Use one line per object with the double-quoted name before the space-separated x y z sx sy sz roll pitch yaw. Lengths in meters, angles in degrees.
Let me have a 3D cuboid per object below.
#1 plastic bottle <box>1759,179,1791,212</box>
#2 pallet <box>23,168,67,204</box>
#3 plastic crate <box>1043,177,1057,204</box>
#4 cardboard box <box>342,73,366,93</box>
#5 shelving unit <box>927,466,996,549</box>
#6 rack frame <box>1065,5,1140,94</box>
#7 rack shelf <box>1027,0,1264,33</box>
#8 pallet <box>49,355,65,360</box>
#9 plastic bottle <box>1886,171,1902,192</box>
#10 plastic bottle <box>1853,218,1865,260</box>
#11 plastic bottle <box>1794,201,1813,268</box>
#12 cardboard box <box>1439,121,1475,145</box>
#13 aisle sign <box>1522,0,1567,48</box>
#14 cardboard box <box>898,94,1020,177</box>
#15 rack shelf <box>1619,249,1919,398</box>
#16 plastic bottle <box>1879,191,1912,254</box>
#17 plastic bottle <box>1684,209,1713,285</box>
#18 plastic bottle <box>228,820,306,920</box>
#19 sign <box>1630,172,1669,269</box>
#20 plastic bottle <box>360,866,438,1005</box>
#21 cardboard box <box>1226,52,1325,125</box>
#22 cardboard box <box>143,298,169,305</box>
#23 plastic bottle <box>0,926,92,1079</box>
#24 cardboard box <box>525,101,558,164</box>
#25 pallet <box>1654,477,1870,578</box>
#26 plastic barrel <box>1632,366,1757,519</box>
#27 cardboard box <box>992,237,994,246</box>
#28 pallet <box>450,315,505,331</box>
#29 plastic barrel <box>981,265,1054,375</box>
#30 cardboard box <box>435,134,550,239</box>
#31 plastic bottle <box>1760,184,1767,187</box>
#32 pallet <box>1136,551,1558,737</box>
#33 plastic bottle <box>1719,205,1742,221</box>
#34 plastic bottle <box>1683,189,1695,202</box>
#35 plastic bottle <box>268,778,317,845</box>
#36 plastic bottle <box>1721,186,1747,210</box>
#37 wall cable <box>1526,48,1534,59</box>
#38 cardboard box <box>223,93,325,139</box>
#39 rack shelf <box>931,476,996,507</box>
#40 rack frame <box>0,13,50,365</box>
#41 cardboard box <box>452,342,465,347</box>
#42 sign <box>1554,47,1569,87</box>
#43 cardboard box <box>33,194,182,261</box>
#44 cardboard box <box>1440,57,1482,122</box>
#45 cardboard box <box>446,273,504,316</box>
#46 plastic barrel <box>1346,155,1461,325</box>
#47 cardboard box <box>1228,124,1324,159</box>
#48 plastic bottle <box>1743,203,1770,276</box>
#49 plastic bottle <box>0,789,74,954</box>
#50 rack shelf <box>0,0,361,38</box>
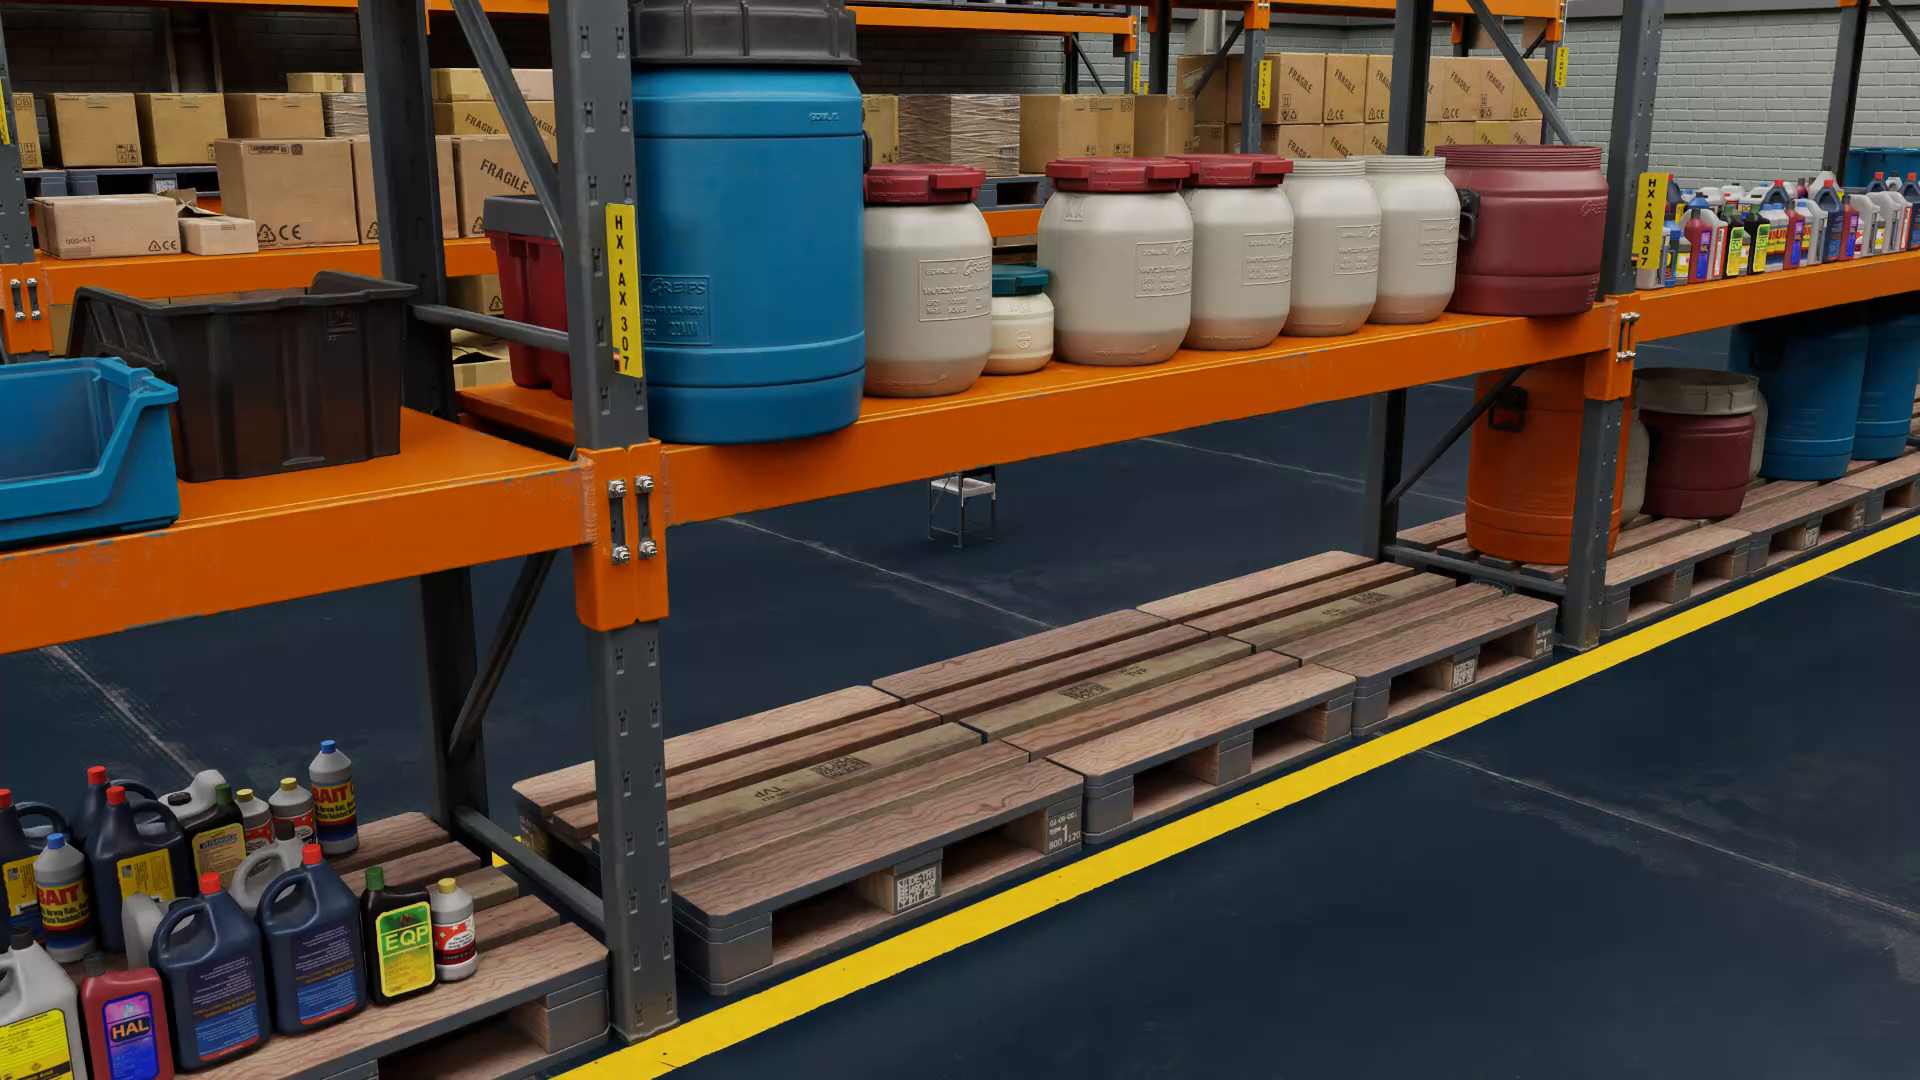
"plastic bottle" 3.526 -1.386 7.222 0.185 0.351 0.144 -13 19 -39
"pallet" -6.829 -2.391 11.261 1.213 0.211 1.003 -13 19 -39
"plastic crate" 0.600 -0.948 5.364 0.583 0.464 0.402 -13 19 -39
"cardboard box" -4.724 -3.570 13.000 0.380 0.149 0.250 13 20 40
"shelving unit" 0.006 -0.436 7.639 0.210 0.900 0.258 -13 19 -39
"rack frame" 1.551 -4.415 18.468 0.127 3.000 1.000 -13 19 -39
"rack shelf" 0.280 -3.537 10.760 4.000 0.370 1.077 -13 19 -39
"pallet" -6.915 -1.168 11.712 1.213 0.211 1.003 -13 19 -39
"plastic bottle" 4.464 -1.594 8.001 0.185 0.351 0.144 -13 19 -39
"plastic bottle" 3.950 -1.349 7.373 0.097 0.201 0.097 0 15 0
"plastic bottle" 3.535 -1.290 7.015 0.097 0.271 0.097 0 15 0
"cardboard box" 3.878 -3.199 13.721 0.500 0.500 0.500 -12 19 -39
"aisle sign" 5.058 -4.660 14.344 0.004 0.787 0.394 -13 19 -39
"cardboard box" -0.013 -2.594 10.642 0.500 0.500 0.700 -9 17 -29
"rack shelf" 3.528 -1.123 7.535 4.000 0.370 1.077 -13 19 -39
"plastic bottle" 4.296 -1.472 7.689 0.135 0.276 0.152 -13 19 -39
"plastic bottle" 2.836 -1.132 6.403 0.133 0.283 0.061 -13 19 -39
"plastic bottle" -1.389 0.750 3.409 0.185 0.351 0.144 -13 19 -39
"sign" 2.386 -1.104 5.756 0.005 0.325 0.100 -13 19 -39
"plastic bottle" -1.144 0.792 3.385 0.133 0.283 0.061 -11 19 -37
"cardboard box" 2.329 -3.331 12.275 0.500 0.500 0.500 -12 19 -38
"cardboard box" -6.189 -1.691 12.261 0.500 0.500 0.700 -12 19 -39
"plastic bottle" -1.683 0.866 2.977 0.185 0.351 0.144 -13 20 -40
"cardboard box" -3.548 -3.381 13.787 0.500 0.500 0.500 -12 19 -38
"pallet" 3.507 -0.132 7.834 1.213 0.211 1.003 -13 19 -39
"plastic barrel" 3.229 -0.447 7.470 0.708 0.588 0.600 -13 19 -39
"cardboard box" -0.065 -3.011 17.239 0.500 0.500 0.700 -12 19 -38
"pallet" -3.840 -1.832 14.199 1.213 0.211 1.003 -13 19 -39
"plastic barrel" 0.101 -0.581 4.382 0.301 0.262 0.301 0 15 0
"cardboard box" -2.484 -1.857 8.697 0.500 0.500 0.500 -14 20 -42
"plastic bottle" 4.056 -1.666 8.426 0.097 0.271 0.097 0 15 0
"pallet" 1.410 0.339 6.071 1.213 0.211 1.003 -13 19 -39
"plastic bottle" 3.660 -1.492 7.907 0.097 0.201 0.097 0 15 0
"plastic bottle" 3.459 -1.532 7.923 0.097 0.271 0.097 0 15 0
"plastic bottle" -1.603 0.671 3.994 0.097 0.201 0.097 0 15 0
"plastic bottle" 3.739 -1.588 8.123 0.135 0.276 0.152 -13 19 -39
"wall cable" 6.053 -6.702 21.421 0.112 2.526 3.097 -13 19 -39
"cardboard box" -5.236 -3.140 12.645 0.700 0.500 0.500 14 20 42
"rack shelf" 0.006 -0.230 7.694 0.200 0.077 0.258 -13 19 -39
"rack frame" -4.247 -1.419 7.249 0.127 3.000 1.000 -13 19 -39
"cardboard box" -2.981 -0.947 8.909 0.500 0.311 0.500 -13 20 -40
"sign" 5.155 -4.052 14.252 0.005 0.325 0.100 -13 19 -39
"cardboard box" -3.904 -1.438 7.613 0.500 0.250 0.500 -11 19 -36
"cardboard box" 3.882 -3.680 13.582 0.500 0.500 0.500 -12 19 -38
"cardboard box" -3.843 -2.324 13.988 0.750 0.750 0.750 -13 20 -40
"plastic barrel" 1.384 -0.970 5.351 0.421 0.512 0.421 0 15 0
"cardboard box" 2.352 -2.856 12.435 0.500 0.500 0.500 -12 19 -38
"plastic bottle" 3.212 -1.217 6.719 0.133 0.283 0.061 -13 19 -39
"plastic bottle" -2.022 0.701 3.593 0.185 0.351 0.144 -14 20 -42
"rack shelf" -5.993 -3.823 11.832 4.000 0.370 1.077 -13 19 -39
